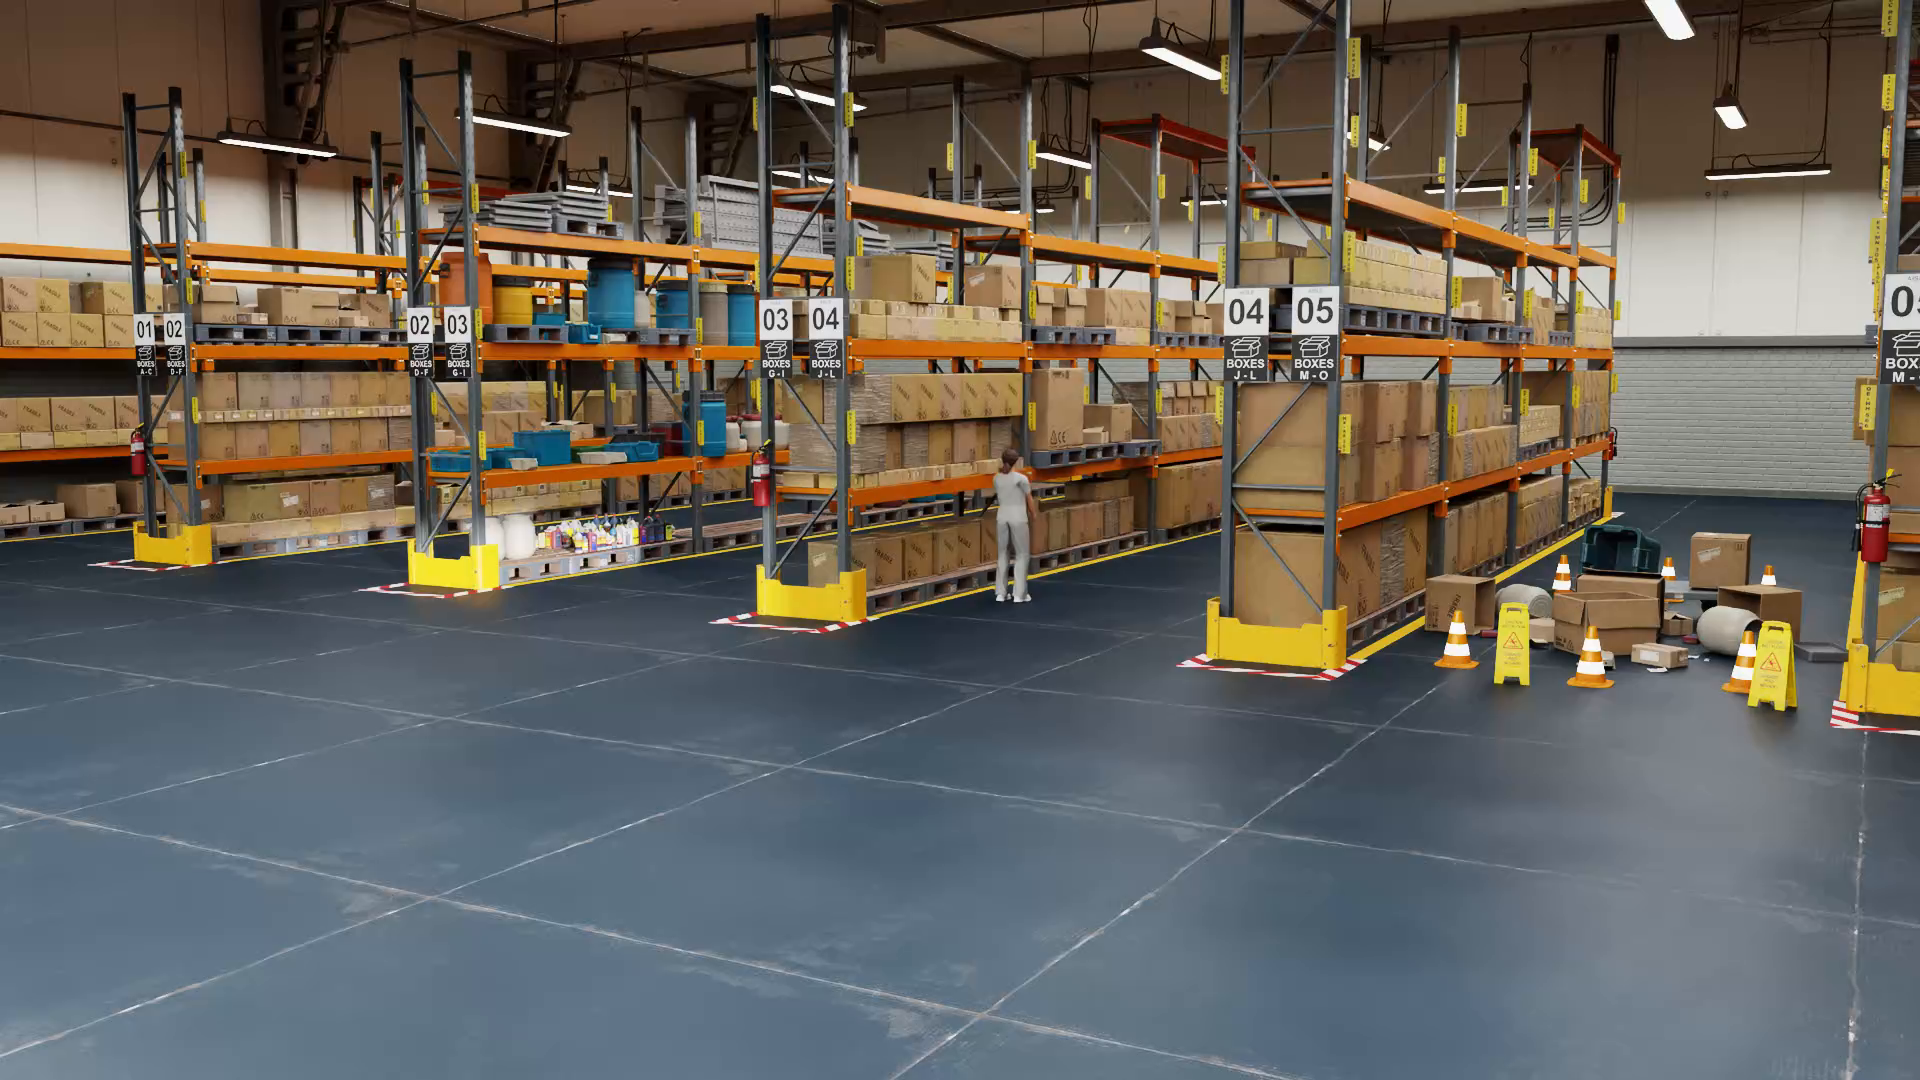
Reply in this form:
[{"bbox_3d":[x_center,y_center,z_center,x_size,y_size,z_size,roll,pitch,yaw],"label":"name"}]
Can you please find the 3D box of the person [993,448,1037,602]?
[{"bbox_3d":[0.593,-0.170,18.000,0.423,1.668,0.532,3,7,27],"label":"person"}]
